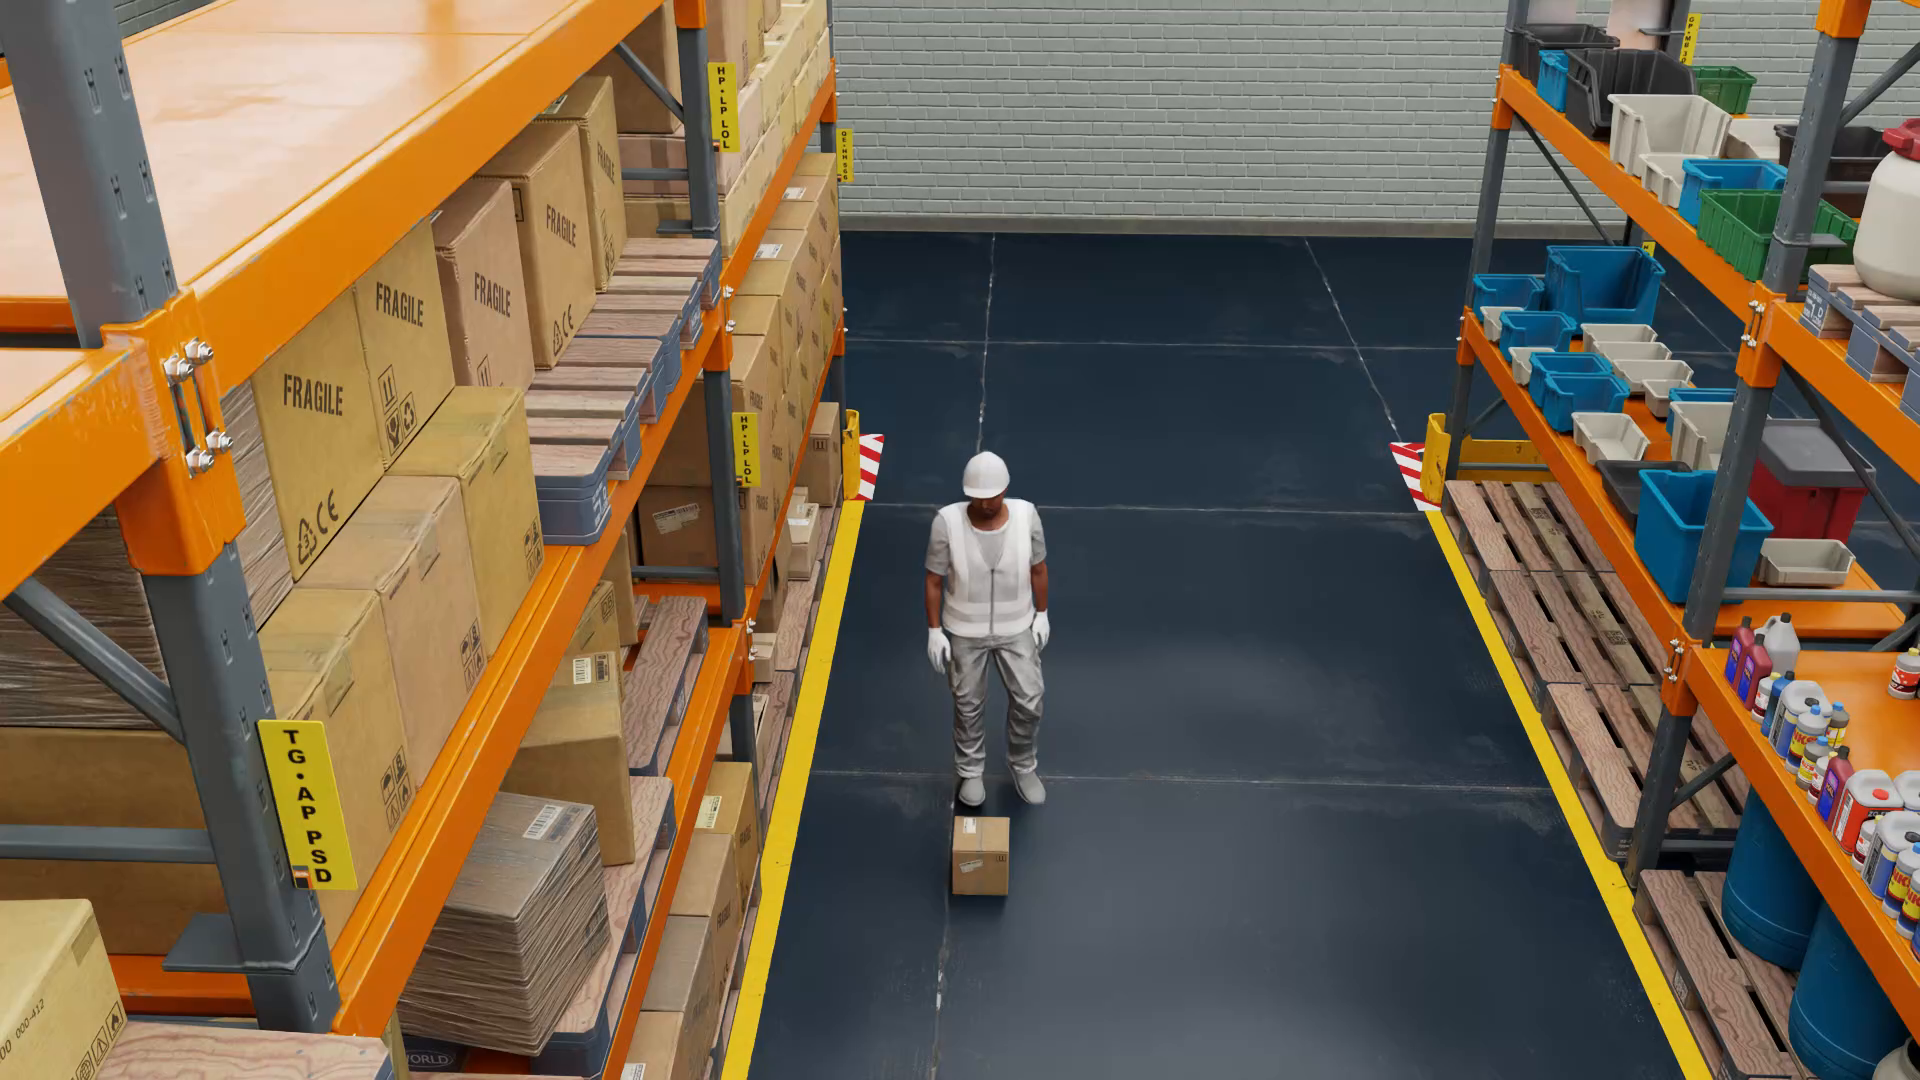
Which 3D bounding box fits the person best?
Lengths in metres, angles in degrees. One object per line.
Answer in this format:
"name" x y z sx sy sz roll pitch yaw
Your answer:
"person" 0.136 0.438 7.759 0.601 1.829 0.408 -3 28 -6
